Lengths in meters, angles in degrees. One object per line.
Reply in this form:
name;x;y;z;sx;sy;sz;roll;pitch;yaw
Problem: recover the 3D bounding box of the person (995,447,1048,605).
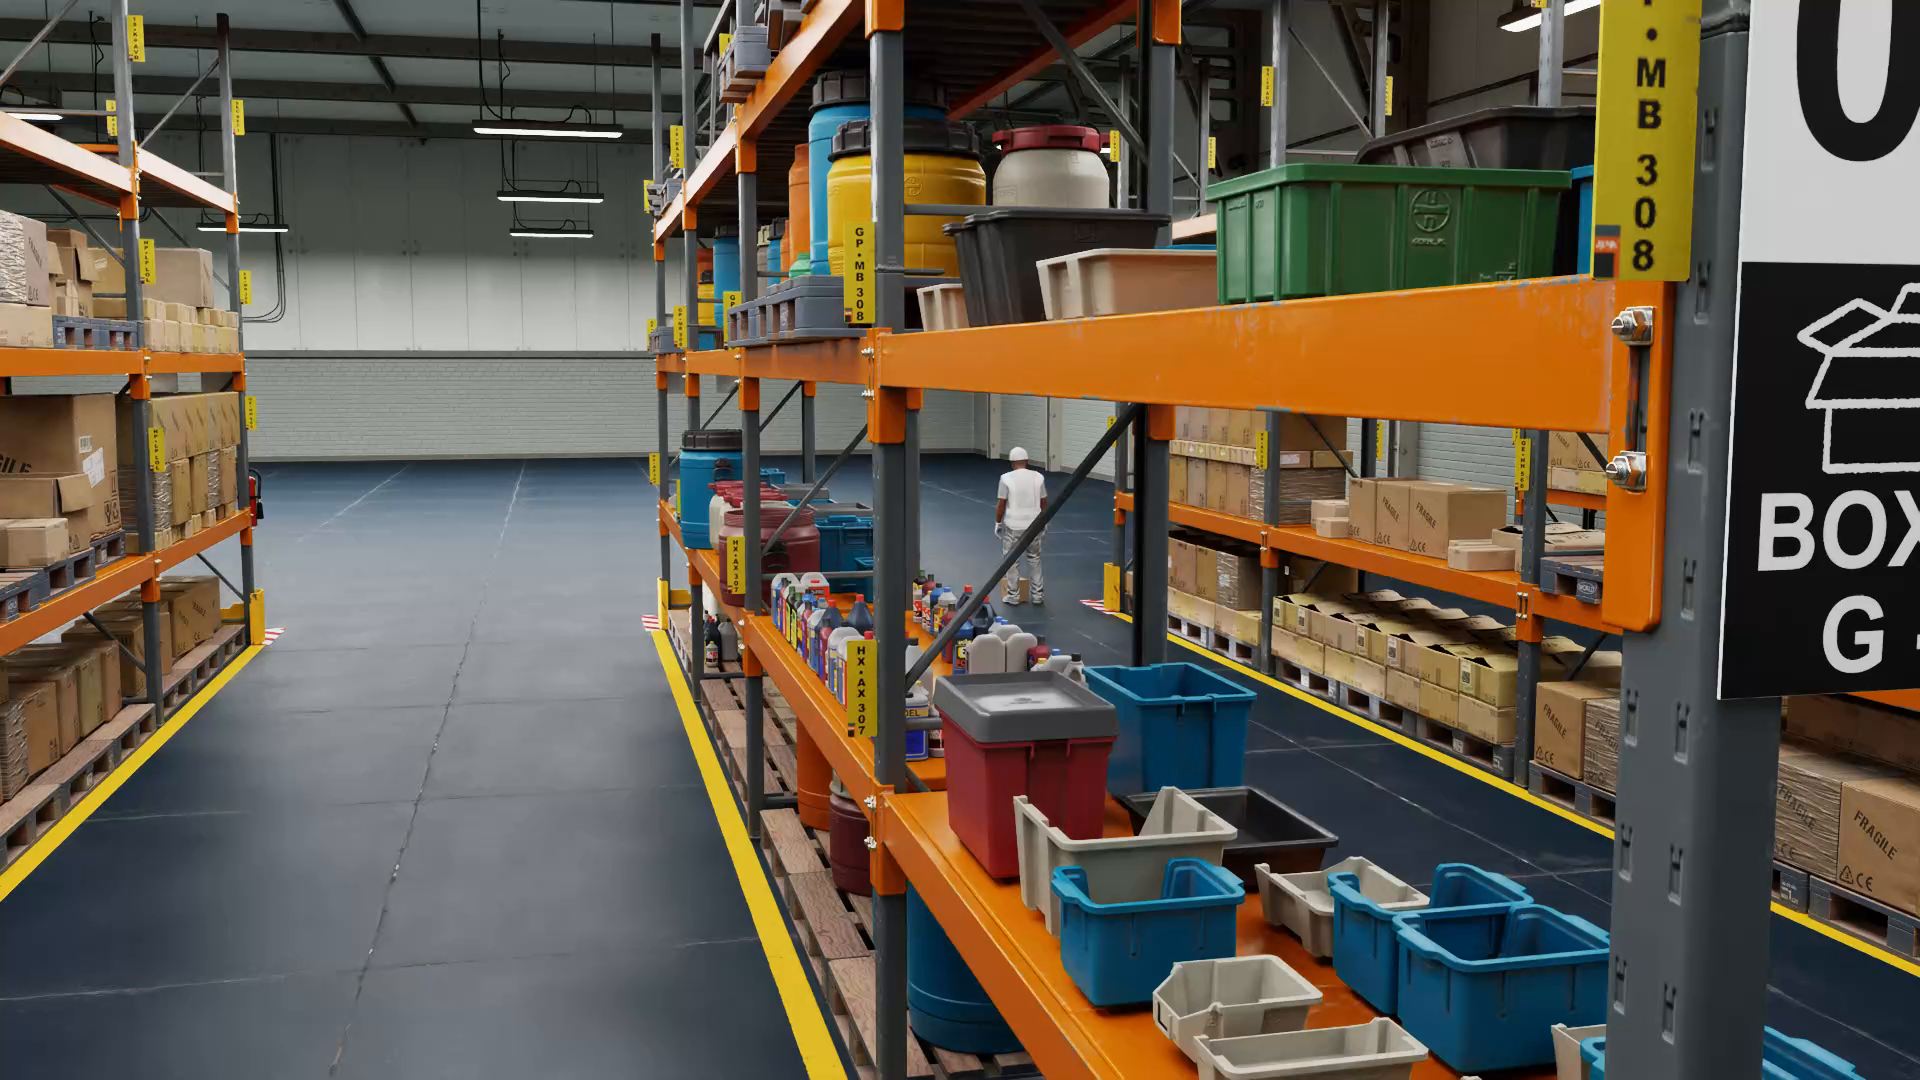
person;0.705;-0.162;18.879;0.618;1.774;0.447;-1;6;-13
